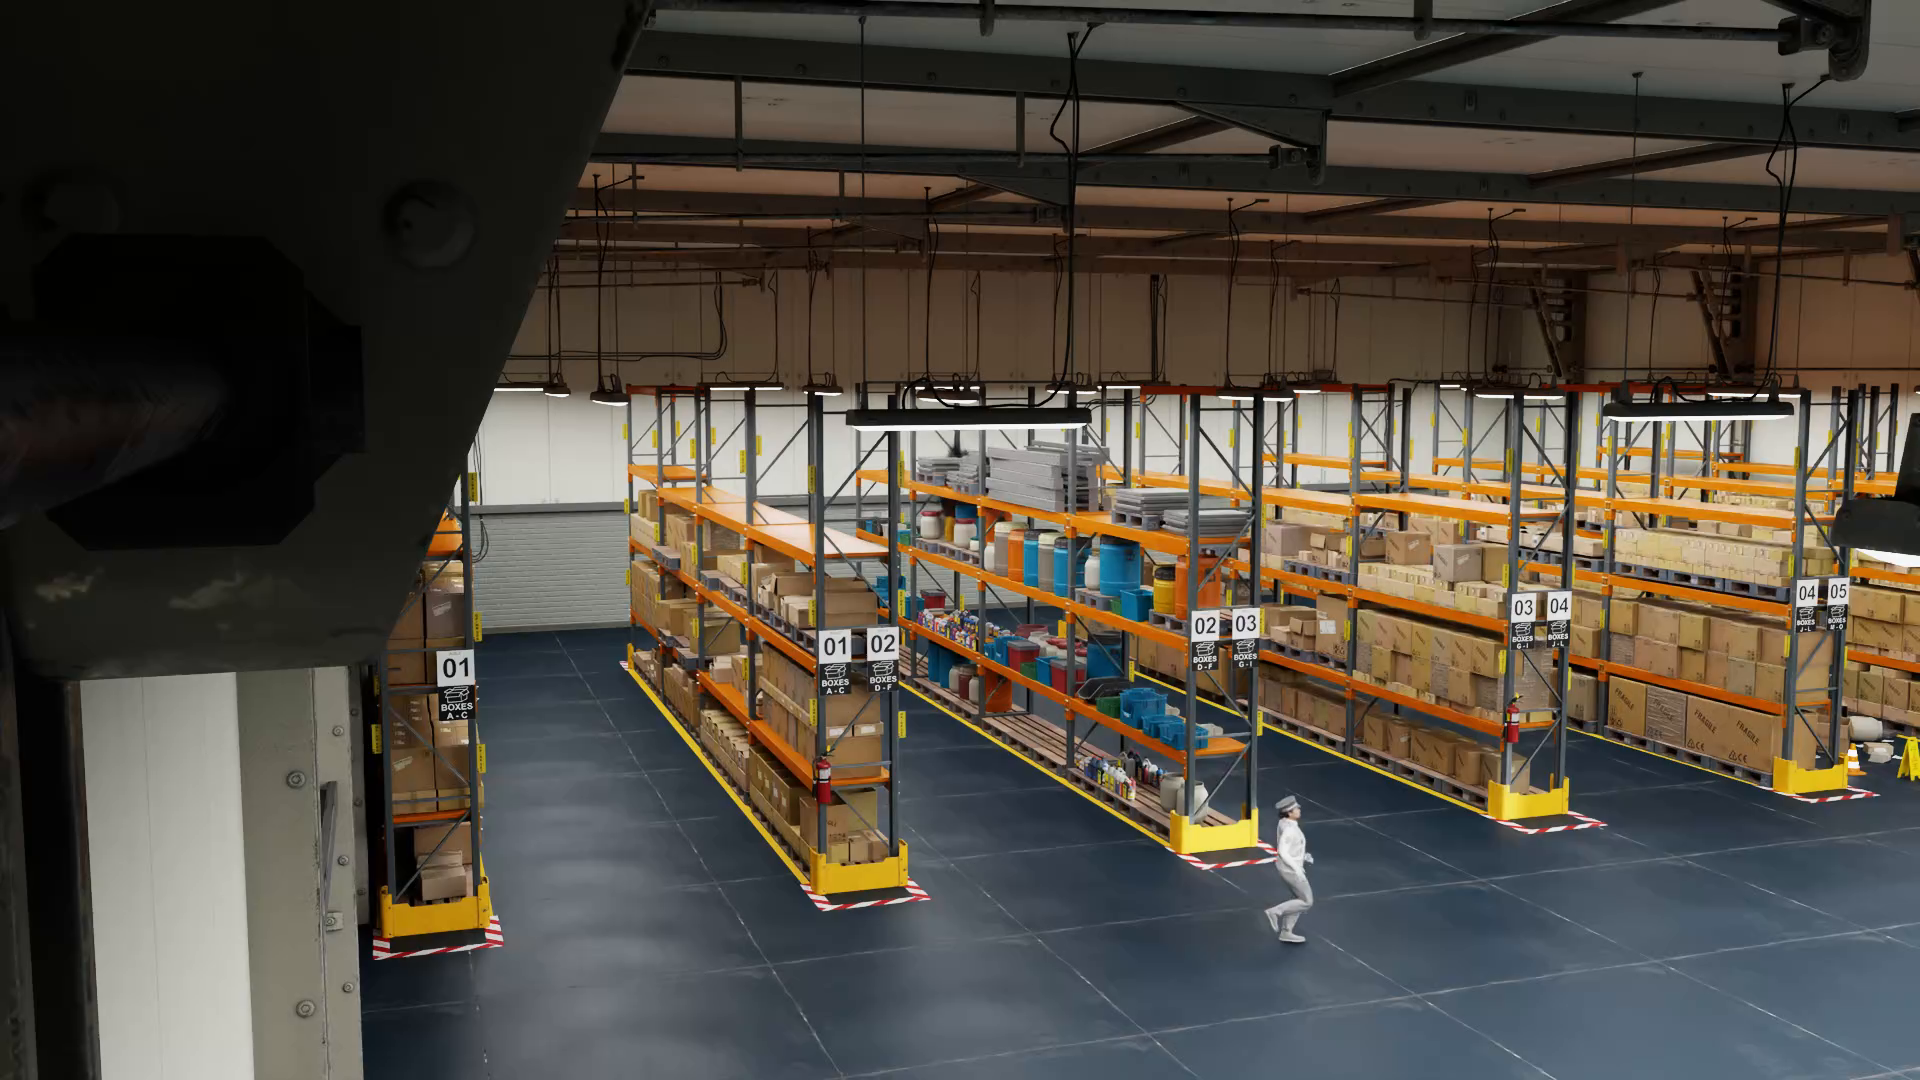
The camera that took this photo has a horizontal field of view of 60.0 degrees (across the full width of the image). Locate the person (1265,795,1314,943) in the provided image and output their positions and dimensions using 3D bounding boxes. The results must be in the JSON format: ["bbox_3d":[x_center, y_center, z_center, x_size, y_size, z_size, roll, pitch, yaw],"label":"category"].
[{"bbox_3d":[3.637,3.625,18.334,0.552,1.644,0.614,0,6,3],"label":"person"}]

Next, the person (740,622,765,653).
[{"bbox_3d":[-4.375,1.919,35.014,0.569,1.632,0.608,-3,7,-28],"label":"person"}]
